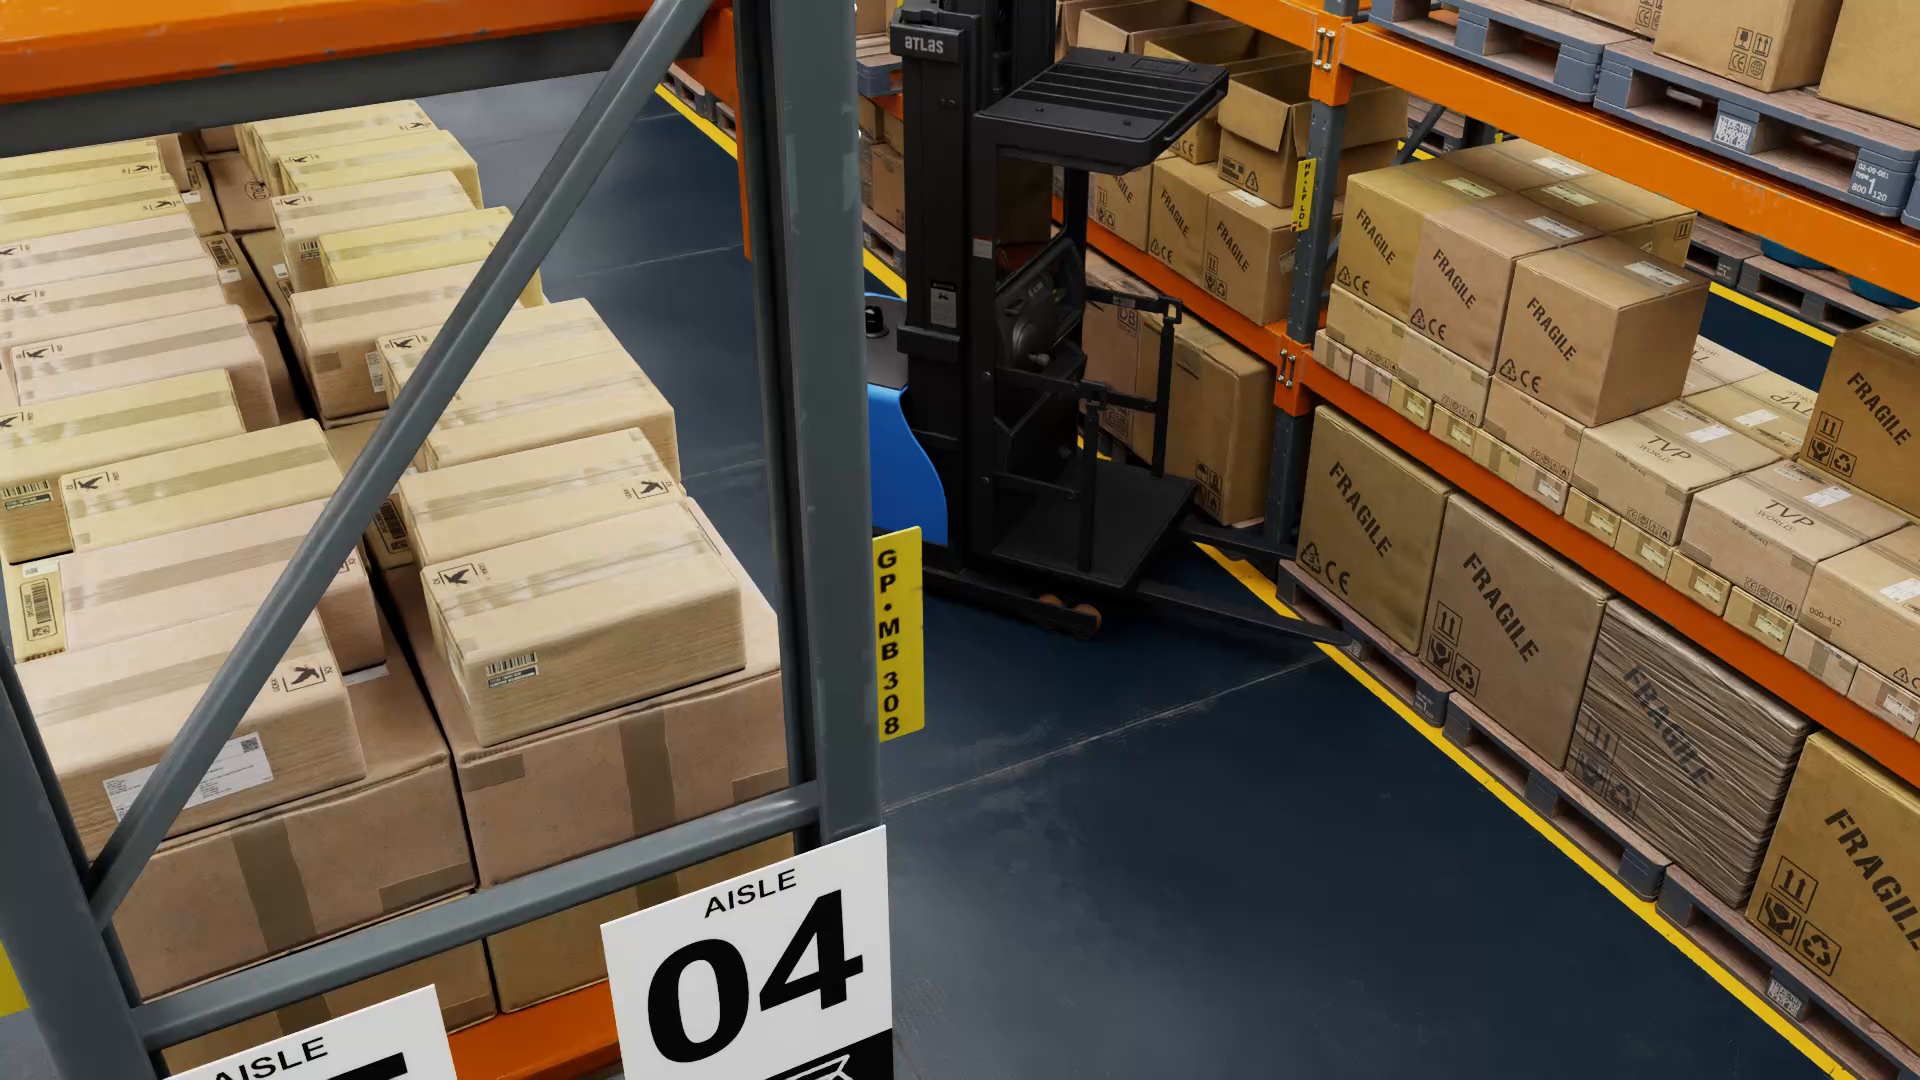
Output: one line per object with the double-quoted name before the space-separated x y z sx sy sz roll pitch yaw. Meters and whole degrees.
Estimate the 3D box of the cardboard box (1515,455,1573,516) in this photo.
"cardboard box" 2.444 -0.260 6.607 0.380 0.149 0.250 -15 36 -23

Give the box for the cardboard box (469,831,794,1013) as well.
"cardboard box" -0.557 0.421 2.670 0.500 0.250 0.500 -15 35 -21

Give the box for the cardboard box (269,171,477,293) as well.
"cardboard box" -1.222 -0.639 3.492 0.380 0.149 0.250 -15 35 -22

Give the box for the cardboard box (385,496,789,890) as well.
"cardboard box" -0.553 0.210 2.537 0.500 0.250 0.500 -15 36 -22

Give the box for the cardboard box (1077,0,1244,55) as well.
"cardboard box" 1.077 -2.599 9.003 0.797 0.503 0.637 -15 35 -22

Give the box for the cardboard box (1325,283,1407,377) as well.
"cardboard box" 1.983 -0.981 7.363 0.500 0.250 0.500 -17 36 -24

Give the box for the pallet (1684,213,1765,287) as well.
"pallet" 5.482 -2.242 12.054 1.003 0.211 1.213 -16 36 -23

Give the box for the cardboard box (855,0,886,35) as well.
"cardboard box" -0.505 -3.825 11.458 0.700 0.500 0.500 -11 34 -16

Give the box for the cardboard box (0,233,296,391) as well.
"cardboard box" -1.715 -0.399 3.488 0.500 0.250 0.500 -18 37 -25

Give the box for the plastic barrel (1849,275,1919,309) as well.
"plastic barrel" 6.139 -2.012 10.665 0.600 0.901 0.708 -16 36 -23

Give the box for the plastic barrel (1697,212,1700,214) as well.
"plastic barrel" 5.282 -2.757 12.118 0.600 0.588 0.708 -16 36 -23

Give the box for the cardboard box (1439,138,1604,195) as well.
"cardboard box" 2.447 -1.434 7.376 0.500 0.500 0.500 -15 36 -22

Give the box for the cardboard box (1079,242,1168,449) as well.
"cardboard box" 1.262 -1.217 9.450 1.225 0.875 0.875 -17 36 -25

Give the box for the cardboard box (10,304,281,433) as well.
"cardboard box" -1.421 -0.263 2.905 0.380 0.149 0.250 -17 36 -24

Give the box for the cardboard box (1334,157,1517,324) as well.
"cardboard box" 1.993 -1.294 7.157 0.500 0.500 0.500 -16 36 -23

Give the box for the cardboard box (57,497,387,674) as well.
"cardboard box" -1.036 0.100 2.339 0.380 0.149 0.250 -15 36 -22

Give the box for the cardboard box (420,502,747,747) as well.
"cardboard box" -0.524 0.109 2.324 0.380 0.149 0.250 -16 36 -24

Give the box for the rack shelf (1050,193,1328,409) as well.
"rack shelf" 1.063 -1.860 9.540 1.077 0.370 4.000 -16 36 -23

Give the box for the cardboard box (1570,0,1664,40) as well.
"cardboard box" 2.661 -2.117 5.918 0.700 0.500 0.500 -14 35 -21

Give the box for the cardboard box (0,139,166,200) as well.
"cardboard box" -1.947 -0.748 3.663 0.380 0.149 0.250 -14 35 -21

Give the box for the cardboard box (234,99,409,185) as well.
"cardboard box" -1.558 -1.012 4.074 0.380 0.149 0.250 -17 37 -25

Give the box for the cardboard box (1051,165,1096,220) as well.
"cardboard box" 0.833 -2.131 9.203 0.500 0.500 0.500 -16 36 -23

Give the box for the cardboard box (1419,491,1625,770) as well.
"cardboard box" 2.653 0.274 7.122 0.875 0.875 0.875 -16 36 -23

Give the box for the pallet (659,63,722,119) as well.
"pallet" -2.078 -4.164 15.054 1.003 0.211 1.213 -16 36 -23

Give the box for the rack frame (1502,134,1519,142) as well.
"rack frame" 4.513 -4.363 12.780 1.000 3.000 0.127 -16 36 -23

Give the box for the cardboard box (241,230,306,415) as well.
"cardboard box" -1.255 -0.520 3.675 0.500 0.250 0.500 -17 36 -25

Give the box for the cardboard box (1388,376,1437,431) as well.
"cardboard box" 2.086 -0.627 7.181 0.380 0.149 0.250 -15 35 -22

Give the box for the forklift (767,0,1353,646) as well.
"forklift" 0.565 -1.086 7.727 3.031 2.935 1.130 15 35 22

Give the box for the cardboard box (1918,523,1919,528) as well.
"cardboard box" 3.628 0.095 5.685 0.500 0.250 0.500 -16 36 -24

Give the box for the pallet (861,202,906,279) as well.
"pallet" -0.232 -2.317 12.170 1.003 0.211 1.213 -16 36 -23

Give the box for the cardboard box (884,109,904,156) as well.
"cardboard box" -0.208 -2.878 11.676 0.500 0.250 0.500 -14 35 -21

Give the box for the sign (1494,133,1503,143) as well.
"sign" 2.486 -1.747 7.820 0.100 0.325 0.005 -16 36 -23

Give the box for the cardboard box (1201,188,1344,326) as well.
"cardboard box" 1.536 -1.405 8.070 0.500 0.500 0.500 -16 36 -23

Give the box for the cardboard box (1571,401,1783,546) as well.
"cardboard box" 2.680 -0.259 6.237 0.500 0.250 0.500 -16 36 -23

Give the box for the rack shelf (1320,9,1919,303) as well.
"rack shelf" 2.928 -1.214 5.751 1.077 0.370 4.000 -16 36 -23

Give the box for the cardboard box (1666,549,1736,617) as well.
"cardboard box" 2.805 0.108 6.033 0.380 0.149 0.250 -16 36 -23

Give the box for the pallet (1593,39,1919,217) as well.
"pallet" 2.933 -1.460 5.550 1.003 0.211 1.213 -16 36 -23

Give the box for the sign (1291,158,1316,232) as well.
"sign" 1.520 -1.522 7.345 0.100 0.325 0.005 -16 36 -23

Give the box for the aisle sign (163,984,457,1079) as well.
"aisle sign" -0.805 0.915 2.131 0.394 0.787 0.004 -16 36 -23

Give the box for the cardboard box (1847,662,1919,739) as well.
"cardboard box" 3.164 0.475 5.461 0.380 0.149 0.250 -16 36 -23

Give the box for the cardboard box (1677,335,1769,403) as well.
"cardboard box" 2.916 -0.636 6.826 0.500 0.250 0.500 -15 36 -22

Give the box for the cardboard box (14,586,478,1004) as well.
"cardboard box" -1.014 0.333 2.344 0.500 0.250 0.500 -17 36 -25

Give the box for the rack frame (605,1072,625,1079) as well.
"rack frame" -0.574 1.900 3.004 1.000 3.000 0.127 -16 36 -23

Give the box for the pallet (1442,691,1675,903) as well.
"pallet" 2.854 0.931 7.101 1.003 0.211 1.213 -16 36 -23

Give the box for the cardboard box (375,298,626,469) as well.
"cardboard box" -0.801 -0.281 2.933 0.380 0.149 0.250 -15 36 -22
